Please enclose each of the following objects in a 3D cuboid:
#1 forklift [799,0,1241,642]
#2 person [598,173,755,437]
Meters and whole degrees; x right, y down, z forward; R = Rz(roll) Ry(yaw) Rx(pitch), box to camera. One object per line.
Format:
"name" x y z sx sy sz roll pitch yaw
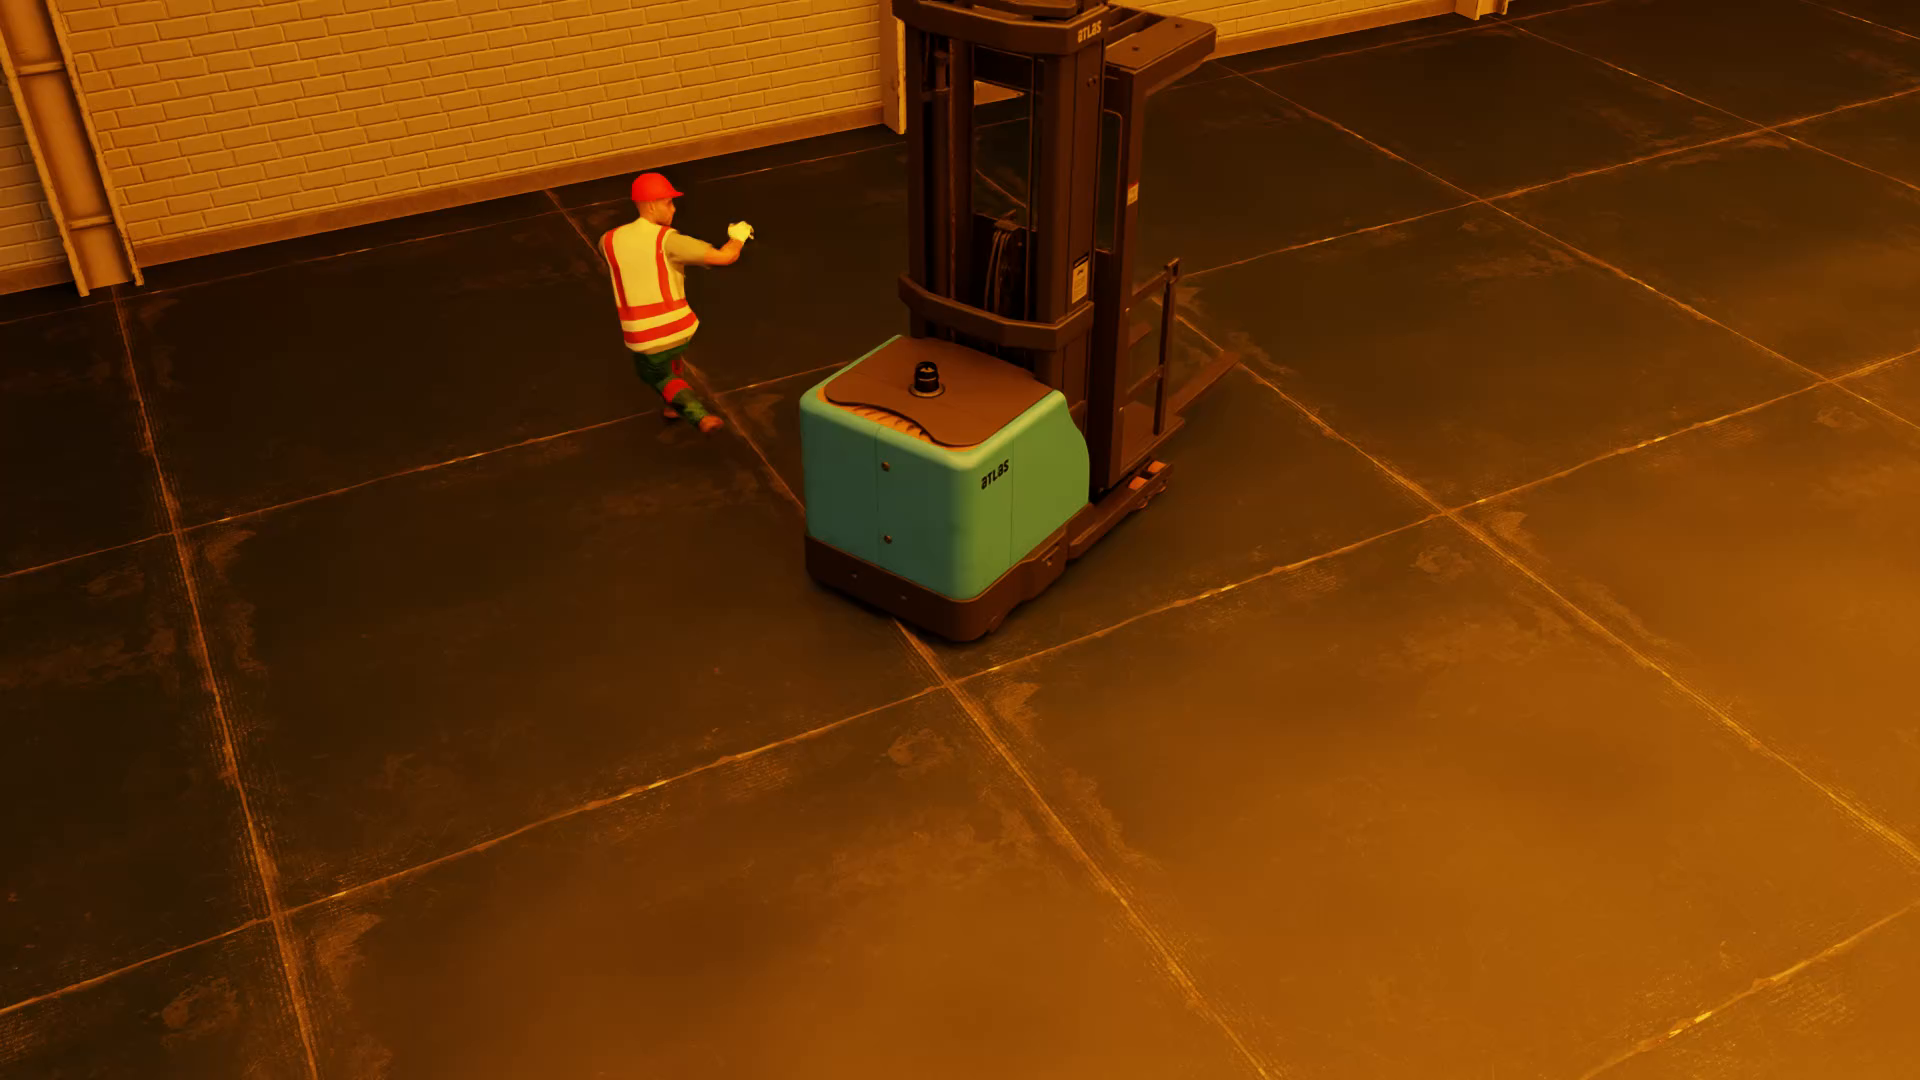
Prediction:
"forklift" 0.501 -1.516 8.268 1.130 2.935 3.031 23 41 29
"person" -1.548 -1.346 9.291 0.845 1.496 1.130 -6 36 -9
